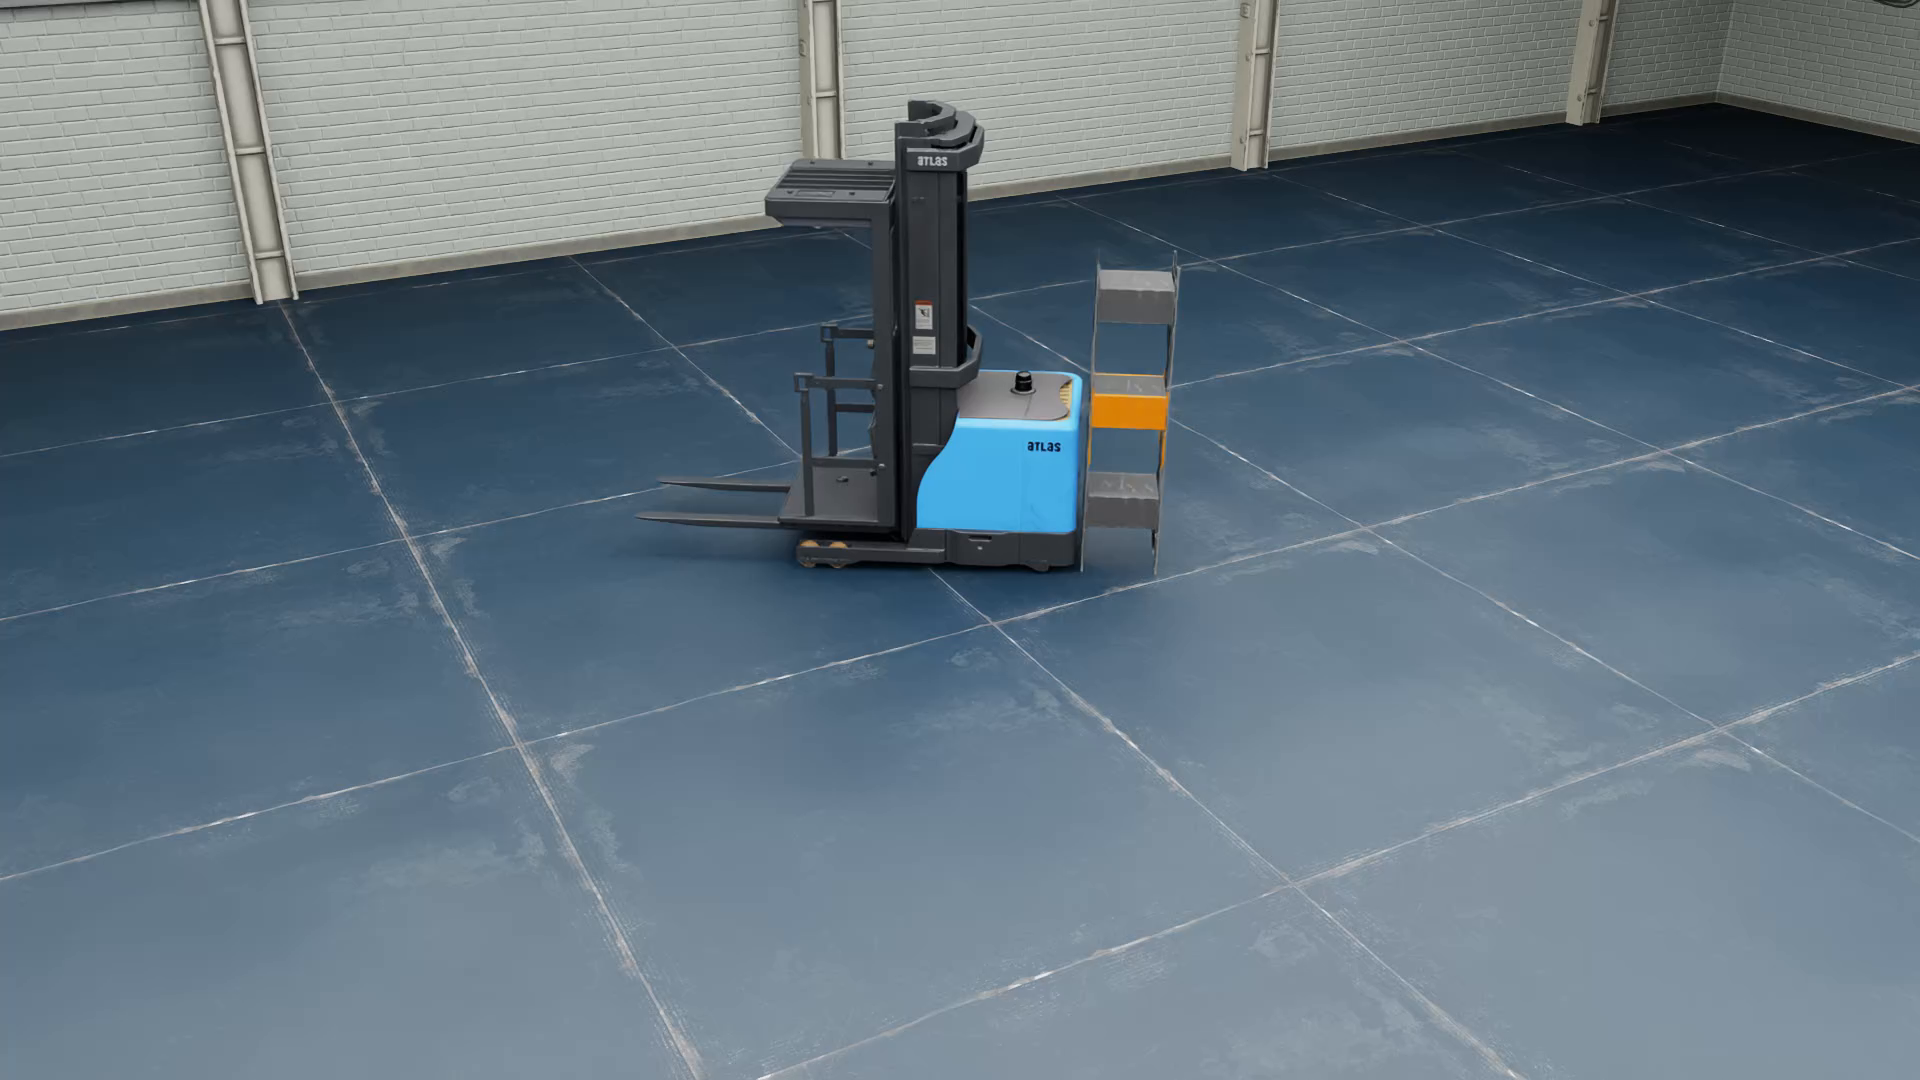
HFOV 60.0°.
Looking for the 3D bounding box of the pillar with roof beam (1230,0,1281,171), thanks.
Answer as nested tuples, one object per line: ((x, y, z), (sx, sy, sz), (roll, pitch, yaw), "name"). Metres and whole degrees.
((5.788, -7.277, 16.312), (0.400, 9.000, 9.100), (-13, 29, -25), "pillar with roof beam")

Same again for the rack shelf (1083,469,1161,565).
((1.074, -0.166, 11.110), (0.480, 0.518, 0.431), (3, 26, 3), "rack shelf")

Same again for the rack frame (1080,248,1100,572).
((0.844, -0.820, 10.812), (0.015, 2.100, 0.400), (3, 26, 3), "rack frame")

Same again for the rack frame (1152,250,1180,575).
((1.331, -0.798, 10.789), (0.015, 2.100, 0.400), (3, 26, 3), "rack frame")

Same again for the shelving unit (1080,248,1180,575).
((1.087, -0.809, 10.801), (0.503, 2.100, 0.431), (3, 26, 3), "shelving unit")

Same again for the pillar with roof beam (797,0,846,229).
((0.494, -6.055, 13.767), (0.400, 9.000, 9.100), (-13, 29, -25), "pillar with roof beam")

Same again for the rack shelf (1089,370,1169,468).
((1.087, -0.797, 10.807), (0.480, 0.518, 0.431), (3, 26, 3), "rack shelf")

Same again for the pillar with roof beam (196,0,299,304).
((-4.800, -4.833, 11.221), (0.400, 9.000, 9.100), (-13, 29, -25), "pillar with roof beam")

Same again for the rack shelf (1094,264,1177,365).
((1.100, -1.427, 10.503), (0.480, 0.518, 0.431), (3, 26, 3), "rack shelf")

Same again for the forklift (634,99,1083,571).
((-0.690, -1.363, 11.004), (3.031, 2.935, 1.130), (2, 26, 5), "forklift")

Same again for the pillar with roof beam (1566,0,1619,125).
((11.082, -8.499, 18.857), (0.400, 9.000, 9.100), (-13, 29, -25), "pillar with roof beam")
